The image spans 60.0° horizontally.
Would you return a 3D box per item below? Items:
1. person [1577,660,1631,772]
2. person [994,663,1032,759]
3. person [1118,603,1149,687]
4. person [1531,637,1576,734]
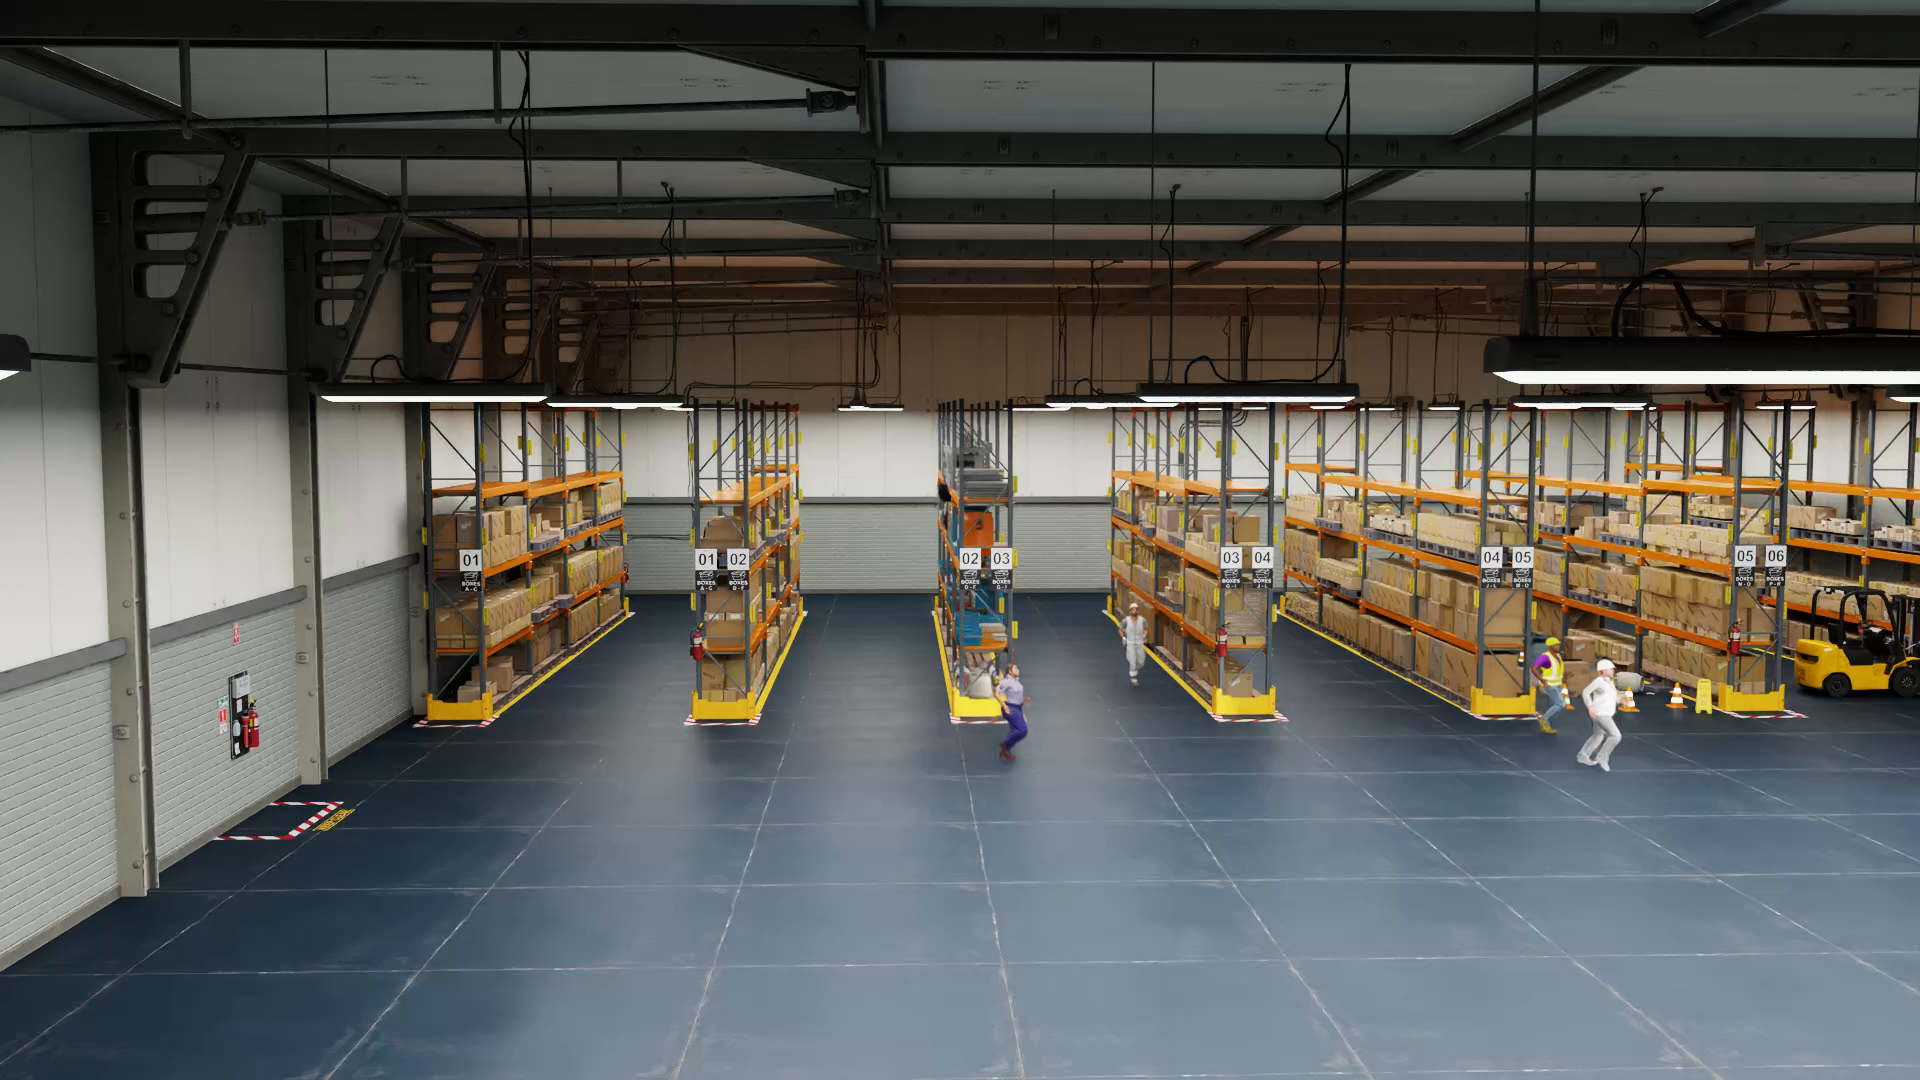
[{"bbox_3d":[10.330,2.818,26.684,0.811,1.801,0.621,3,5,34],"label":"person"},{"bbox_3d":[0.913,2.830,27.444,0.566,1.606,0.593,2,5,20],"label":"person"},{"bbox_3d":[3.645,2.188,34.839,0.643,1.741,0.614,0,4,-2],"label":"person"},{"bbox_3d":[10.614,2.602,29.665,0.596,1.732,0.704,4,6,45],"label":"person"}]
